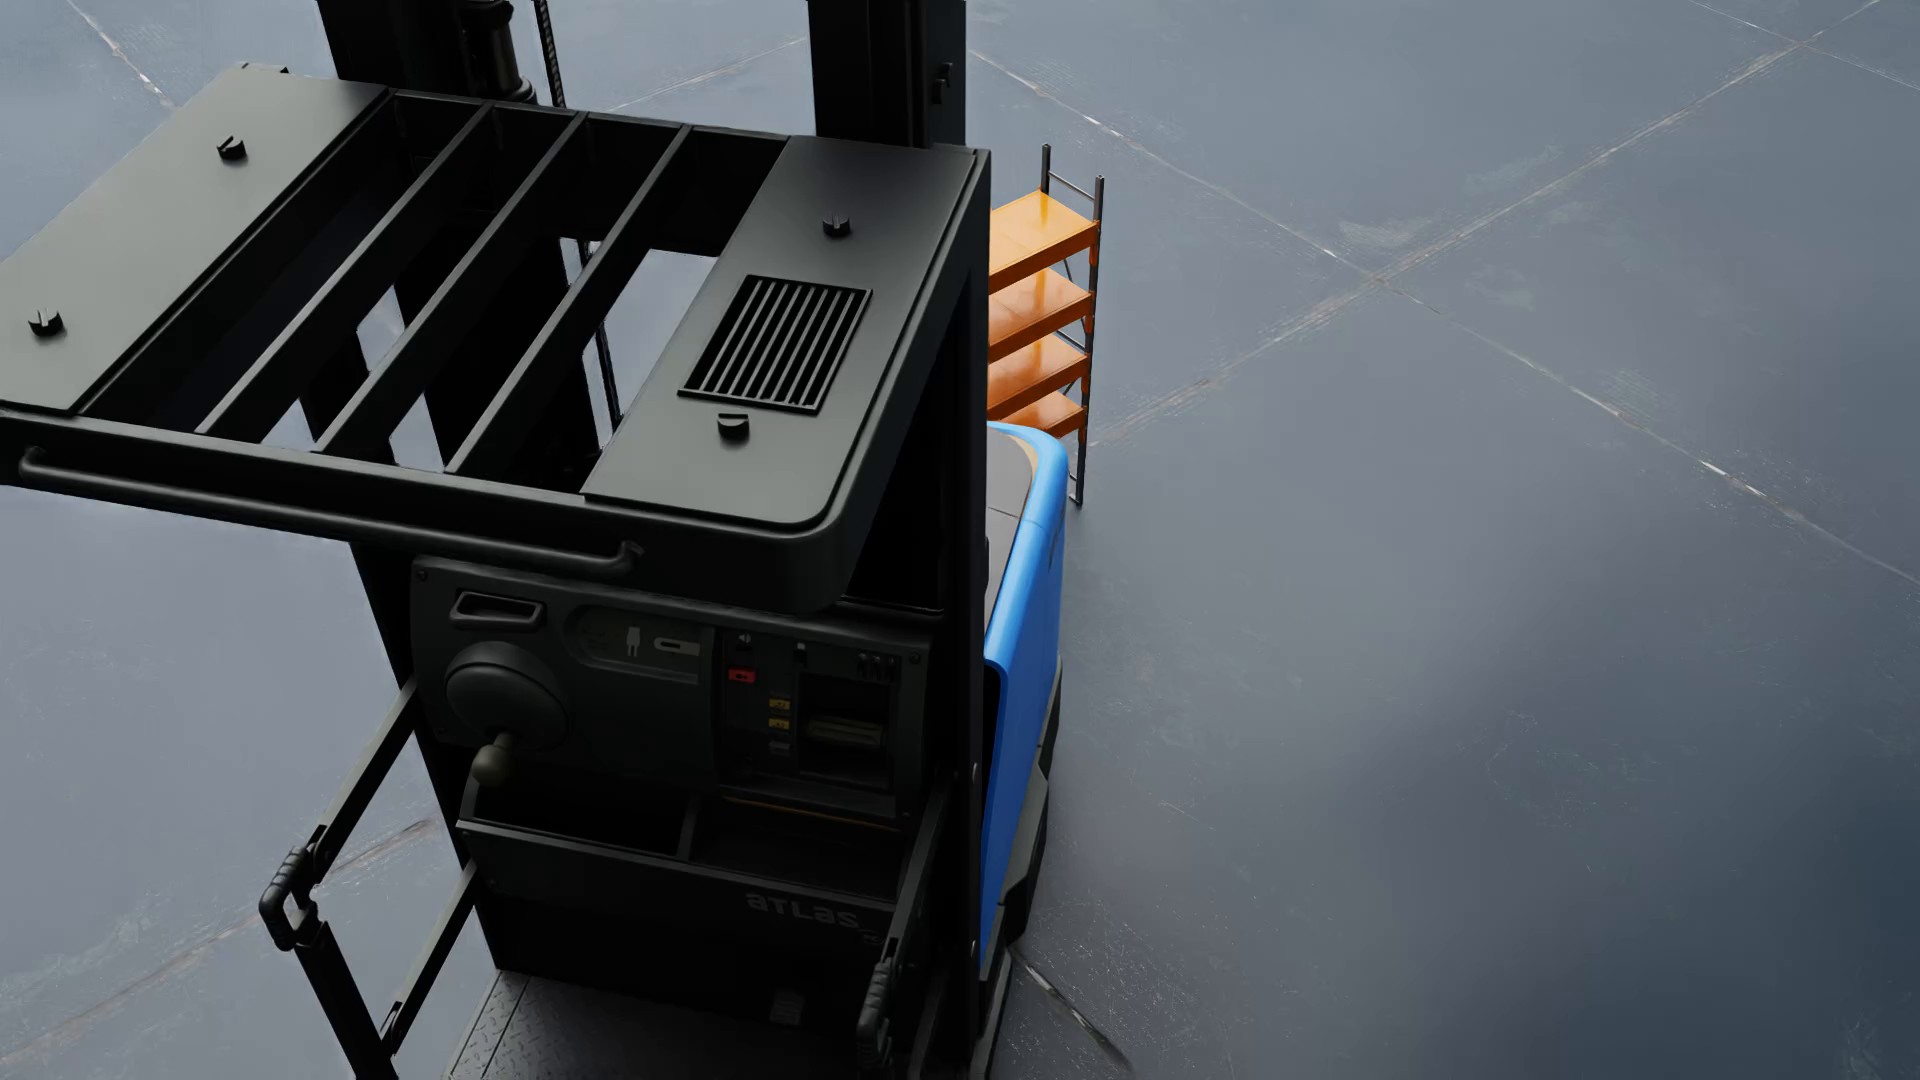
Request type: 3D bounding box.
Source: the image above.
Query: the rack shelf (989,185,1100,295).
[{"bbox_3d":[0.127,-0.797,4.648,0.480,0.148,0.258,-30,51,-28],"label":"rack shelf"}]

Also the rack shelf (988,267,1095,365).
[{"bbox_3d":[0.127,-0.624,4.810,0.480,0.148,0.258,-30,51,-28],"label":"rack shelf"}]

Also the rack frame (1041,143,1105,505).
[{"bbox_3d":[0.314,-0.617,5.031,0.015,1.200,0.240,-30,51,-28],"label":"rack frame"}]

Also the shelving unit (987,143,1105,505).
[{"bbox_3d":[0.127,-0.510,4.917,0.503,1.200,0.258,-30,51,-28],"label":"shelving unit"}]

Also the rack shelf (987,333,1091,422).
[{"bbox_3d":[0.127,-0.461,4.963,0.480,0.148,0.258,-30,51,-28],"label":"rack shelf"}]

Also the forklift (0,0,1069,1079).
[{"bbox_3d":[-0.555,0.364,2.722,1.130,2.935,3.031,9,44,9],"label":"forklift"}]

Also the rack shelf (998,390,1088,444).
[{"bbox_3d":[0.127,-0.316,5.099,0.480,0.148,0.258,-30,51,-28],"label":"rack shelf"}]
